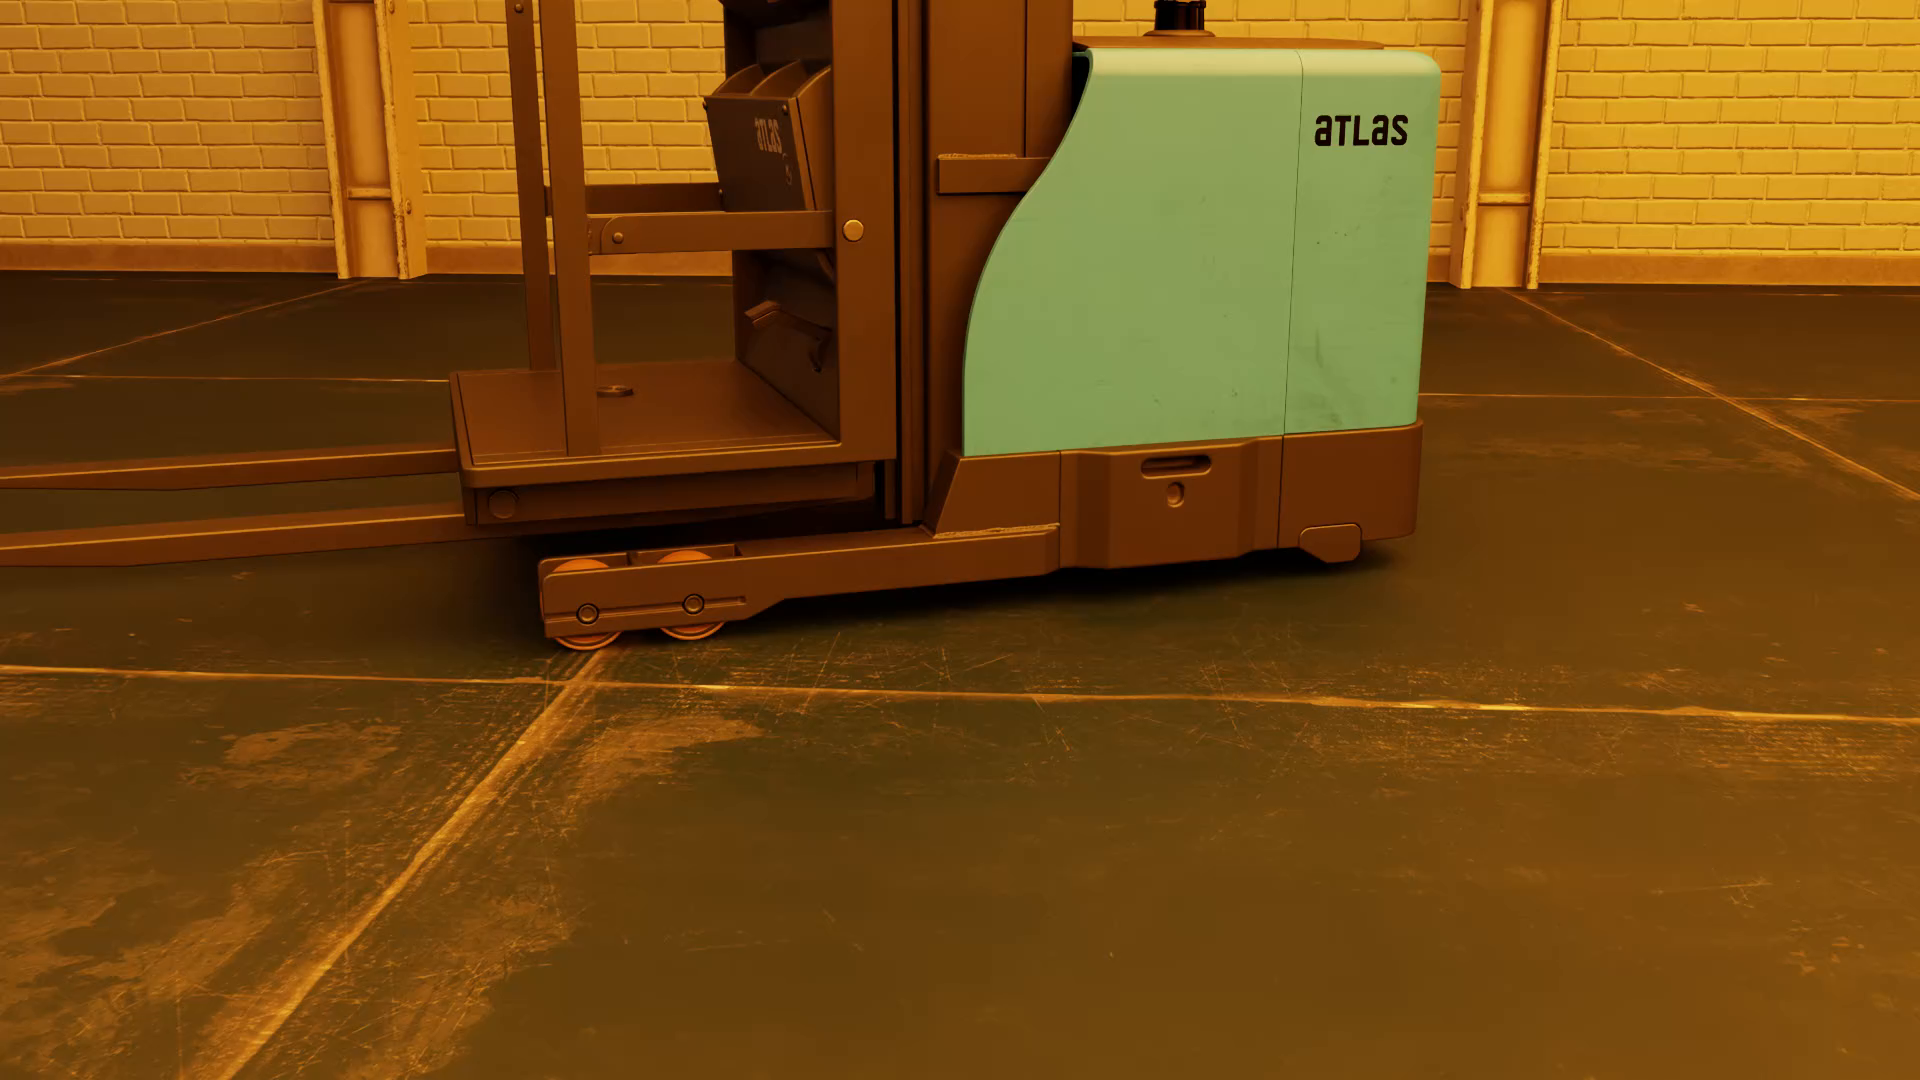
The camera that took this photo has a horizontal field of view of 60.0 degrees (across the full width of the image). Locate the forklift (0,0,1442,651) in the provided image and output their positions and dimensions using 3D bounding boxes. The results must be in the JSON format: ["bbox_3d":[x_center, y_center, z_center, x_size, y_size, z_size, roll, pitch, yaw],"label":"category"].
[{"bbox_3d":[-0.580,-1.366,3.251,3.031,2.935,1.130,-5,16,-17],"label":"forklift"}]
